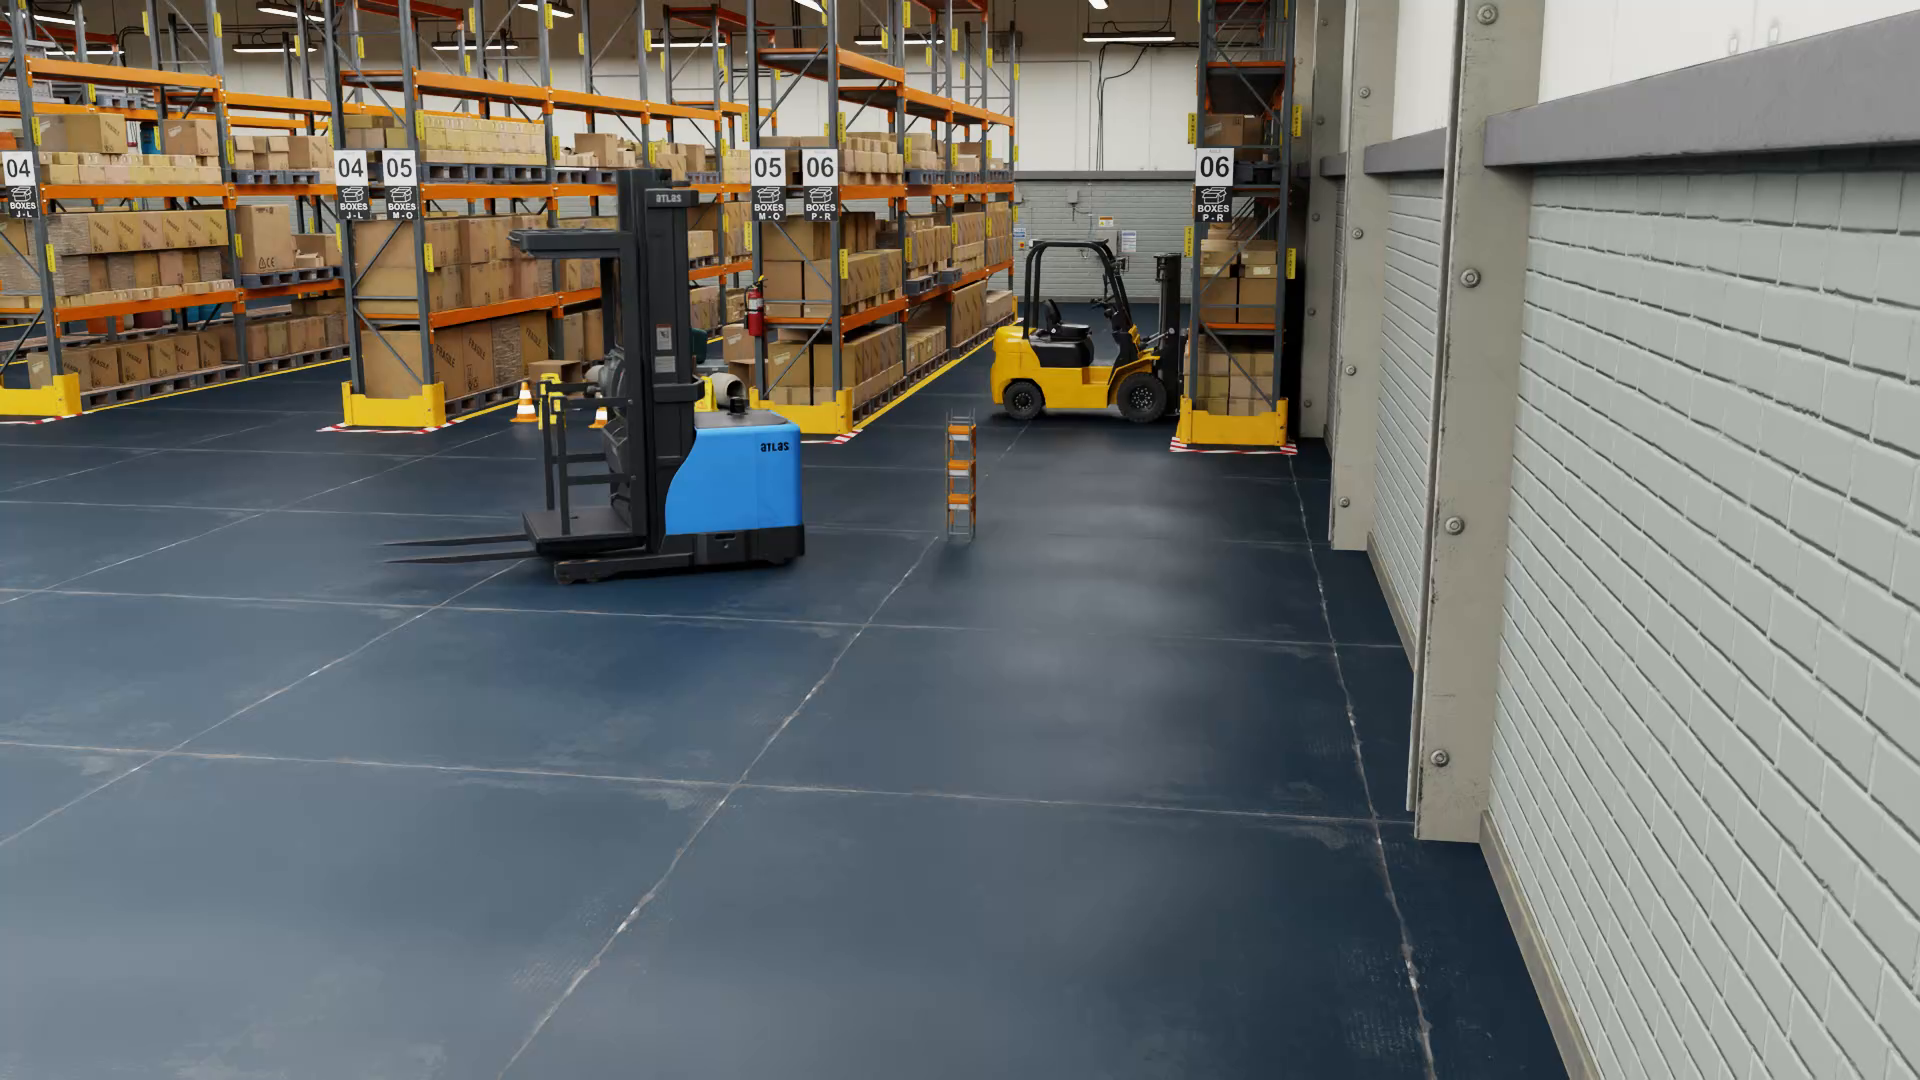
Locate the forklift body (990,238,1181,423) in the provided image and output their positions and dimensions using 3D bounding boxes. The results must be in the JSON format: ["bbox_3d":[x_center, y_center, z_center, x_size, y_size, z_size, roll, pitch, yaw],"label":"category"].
[{"bbox_3d":[1.535,-2.601,20.458,2.313,2.155,1.214,2,12,9],"label":"forklift body"}]

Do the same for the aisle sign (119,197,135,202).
[{"bbox_3d":[-18.665,-7.971,37.189,0.394,0.787,0.004,2,12,9],"label":"aisle sign"}]

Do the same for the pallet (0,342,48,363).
[{"bbox_3d":[-15.662,-3.093,27.343,1.003,0.211,1.213,2,12,9],"label":"pallet"}]

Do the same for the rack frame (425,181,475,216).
[{"bbox_3d":[-9.806,-5.541,32.086,1.000,3.000,0.127,2,12,9],"label":"rack frame"}]

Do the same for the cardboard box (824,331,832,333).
[{"bbox_3d":[-1.754,-2.449,21.487,0.500,0.500,0.500,3,12,12],"label":"cardboard box"}]

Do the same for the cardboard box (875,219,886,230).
[{"bbox_3d":[-1.284,-4.577,24.130,0.380,0.149,0.250,1,12,6],"label":"cardboard box"}]

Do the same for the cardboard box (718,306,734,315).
[{"bbox_3d":[-4.548,-4.382,31.770,0.380,0.149,0.250,2,12,11],"label":"cardboard box"}]

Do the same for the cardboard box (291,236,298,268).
[{"bbox_3d":[-10.861,-4.496,25.992,0.797,0.503,0.637,3,13,14],"label":"cardboard box"}]

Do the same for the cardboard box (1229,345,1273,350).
[{"bbox_3d":[3.380,-2.110,19.322,0.500,0.250,0.500,2,12,9],"label":"cardboard box"}]

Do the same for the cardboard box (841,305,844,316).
[{"bbox_3d":[-1.578,-2.716,19.575,0.380,0.149,0.250,2,12,9],"label":"cardboard box"}]

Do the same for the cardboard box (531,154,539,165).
[{"bbox_3d":[-5.929,-5.153,22.528,0.380,0.149,0.250,2,12,10],"label":"cardboard box"}]

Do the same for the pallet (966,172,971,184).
[{"bbox_3d":[-0.413,-6.130,28.147,1.003,0.211,1.213,2,12,11],"label":"pallet"}]

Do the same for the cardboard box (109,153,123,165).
[{"bbox_3d":[-11.147,-4.951,21.635,0.380,0.149,0.250,1,12,6],"label":"cardboard box"}]

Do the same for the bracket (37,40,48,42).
[{"bbox_3d":[-23.534,-12.706,42.548,0.235,0.232,0.430,2,12,9],"label":"bracket"}]

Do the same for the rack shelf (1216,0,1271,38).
[{"bbox_3d":[5.199,-9.682,30.879,1.077,0.370,4.000,2,12,9],"label":"rack shelf"}]

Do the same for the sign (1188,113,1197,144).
[{"bbox_3d":[2.512,-4.443,17.956,0.100,0.325,0.005,2,12,9],"label":"sign"}]

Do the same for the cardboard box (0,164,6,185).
[{"bbox_3d":[-11.828,-4.545,20.699,0.500,0.250,0.500,2,12,10],"label":"cardboard box"}]

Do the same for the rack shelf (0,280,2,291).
[{"bbox_3d":[-15.622,-4.101,27.111,1.077,0.370,4.000,2,12,9],"label":"rack shelf"}]

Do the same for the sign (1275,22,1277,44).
[{"bbox_3d":[4.825,-7.677,25.163,0.100,0.325,0.005,2,12,9],"label":"sign"}]

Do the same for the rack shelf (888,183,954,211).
[{"bbox_3d":[-0.936,-5.086,24.560,1.077,0.370,4.000,2,12,9],"label":"rack shelf"}]

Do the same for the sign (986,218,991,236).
[{"bbox_3d":[0.524,-5.732,30.410,0.100,0.325,0.005,2,12,9],"label":"sign"}]

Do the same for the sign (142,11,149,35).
[{"bbox_3d":[-11.585,-7.360,23.689,0.100,0.325,0.005,2,12,9],"label":"sign"}]

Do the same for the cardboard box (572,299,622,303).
[{"bbox_3d":[-5.718,-3.509,26.997,1.050,0.750,0.750,2,12,8],"label":"cardboard box"}]

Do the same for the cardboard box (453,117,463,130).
[{"bbox_3d":[-6.282,-5.066,20.231,0.380,0.149,0.250,2,12,9],"label":"cardboard box"}]

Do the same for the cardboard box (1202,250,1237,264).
[{"bbox_3d":[2.893,-3.155,18.530,0.380,0.149,0.250,2,12,9],"label":"cardboard box"}]

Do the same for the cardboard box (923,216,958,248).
[{"bbox_3d":[-0.311,-5.020,27.056,0.500,0.500,0.500,1,12,7],"label":"cardboard box"}]

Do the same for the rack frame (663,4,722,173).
[{"bbox_3d":[-4.920,-8.292,30.611,1.000,3.000,0.127,2,12,9],"label":"rack frame"}]

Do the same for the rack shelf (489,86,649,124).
[{"bbox_3d":[-5.843,-6.496,24.933,1.077,0.370,4.000,2,12,9],"label":"rack shelf"}]

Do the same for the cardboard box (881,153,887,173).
[{"bbox_3d":[-1.215,-4.782,21.092,0.500,0.250,0.500,2,12,8],"label":"cardboard box"}]

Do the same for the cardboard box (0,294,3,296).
[{"bbox_3d":[-19.386,-4.744,33.276,0.500,0.500,0.500,2,12,8],"label":"cardboard box"}]

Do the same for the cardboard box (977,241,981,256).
[{"bbox_3d":[0.089,-5.187,29.613,0.500,0.250,0.500,2,12,10],"label":"cardboard box"}]

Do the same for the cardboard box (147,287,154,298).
[{"bbox_3d":[-11.138,-3.338,22.457,0.380,0.149,0.250,2,12,9],"label":"cardboard box"}]

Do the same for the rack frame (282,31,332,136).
[{"bbox_3d":[-14.084,-9.467,36.062,1.000,3.000,0.127,2,12,9],"label":"rack frame"}]

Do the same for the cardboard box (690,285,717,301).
[{"bbox_3d":[-4.785,-4.546,30.625,0.500,0.250,0.500,2,12,7],"label":"cardboard box"}]

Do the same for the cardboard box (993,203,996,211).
[{"bbox_3d":[0.481,-6.345,31.664,0.380,0.149,0.250,2,12,7],"label":"cardboard box"}]

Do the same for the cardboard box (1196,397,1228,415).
[{"bbox_3d":[2.806,-1.531,19.009,0.500,0.250,0.500,2,12,9],"label":"cardboard box"}]

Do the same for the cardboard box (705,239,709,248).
[{"bbox_3d":[-4.826,-5.443,30.525,0.380,0.149,0.250,2,12,9],"label":"cardboard box"}]

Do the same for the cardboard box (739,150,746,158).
[{"bbox_3d":[-4.387,-7.517,32.355,0.380,0.149,0.250,3,12,11],"label":"cardboard box"}]

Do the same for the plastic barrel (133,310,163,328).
[{"bbox_3d":[-15.083,-4.233,30.743,0.600,0.588,0.708,2,12,9],"label":"plastic barrel"}]

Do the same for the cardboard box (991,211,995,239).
[{"bbox_3d":[0.383,-5.954,31.391,0.500,0.500,0.500,2,12,8],"label":"cardboard box"}]

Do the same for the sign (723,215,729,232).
[{"bbox_3d":[-4.371,-5.908,31.041,0.100,0.325,0.005,2,12,9],"label":"sign"}]

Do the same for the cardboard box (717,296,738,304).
[{"bbox_3d":[-4.554,-4.692,32.502,0.380,0.149,0.250,2,12,7],"label":"cardboard box"}]

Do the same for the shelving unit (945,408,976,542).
[{"bbox_3d":[0.008,-0.524,13.434,0.215,1.050,0.252,2,12,9],"label":"shelving unit"}]

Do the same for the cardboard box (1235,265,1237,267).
[{"bbox_3d":[3.271,-3.251,21.221,0.500,0.500,0.500,2,12,10],"label":"cardboard box"}]

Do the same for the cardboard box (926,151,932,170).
[{"bbox_3d":[-0.681,-5.367,23.519,0.500,0.250,0.500,2,12,8],"label":"cardboard box"}]

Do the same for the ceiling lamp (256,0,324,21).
[{"bbox_3d":[-12.062,-11.224,30.357,0.800,3.185,2.000,2,12,9],"label":"ceiling lamp"}]

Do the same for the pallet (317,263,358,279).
[{"bbox_3d":[-10.425,-4.463,27.538,1.213,0.211,1.003,2,12,9],"label":"pallet"}]

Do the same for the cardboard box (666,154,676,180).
[{"bbox_3d":[-5.115,-6.257,28.048,0.500,0.500,0.500,2,12,9],"label":"cardboard box"}]

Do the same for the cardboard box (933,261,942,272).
[{"bbox_3d":[-0.486,-4.172,25.333,0.380,0.149,0.250,2,12,10],"label":"cardboard box"}]

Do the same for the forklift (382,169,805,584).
[{"bbox_3d":[-2.753,-1.237,12.276,3.031,2.935,1.130,-4,13,-19],"label":"forklift"}]

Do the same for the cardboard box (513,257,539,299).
[{"bbox_3d":[-6.258,-3.575,22.607,0.875,0.550,0.550,2,12,9],"label":"cardboard box"}]

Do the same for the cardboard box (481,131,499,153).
[{"bbox_3d":[-6.206,-5.062,21.155,0.500,0.250,0.500,2,12,8],"label":"cardboard box"}]

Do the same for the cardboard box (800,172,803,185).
[{"bbox_3d":[-2.000,-4.256,19.599,0.380,0.149,0.250,2,12,10],"label":"cardboard box"}]
